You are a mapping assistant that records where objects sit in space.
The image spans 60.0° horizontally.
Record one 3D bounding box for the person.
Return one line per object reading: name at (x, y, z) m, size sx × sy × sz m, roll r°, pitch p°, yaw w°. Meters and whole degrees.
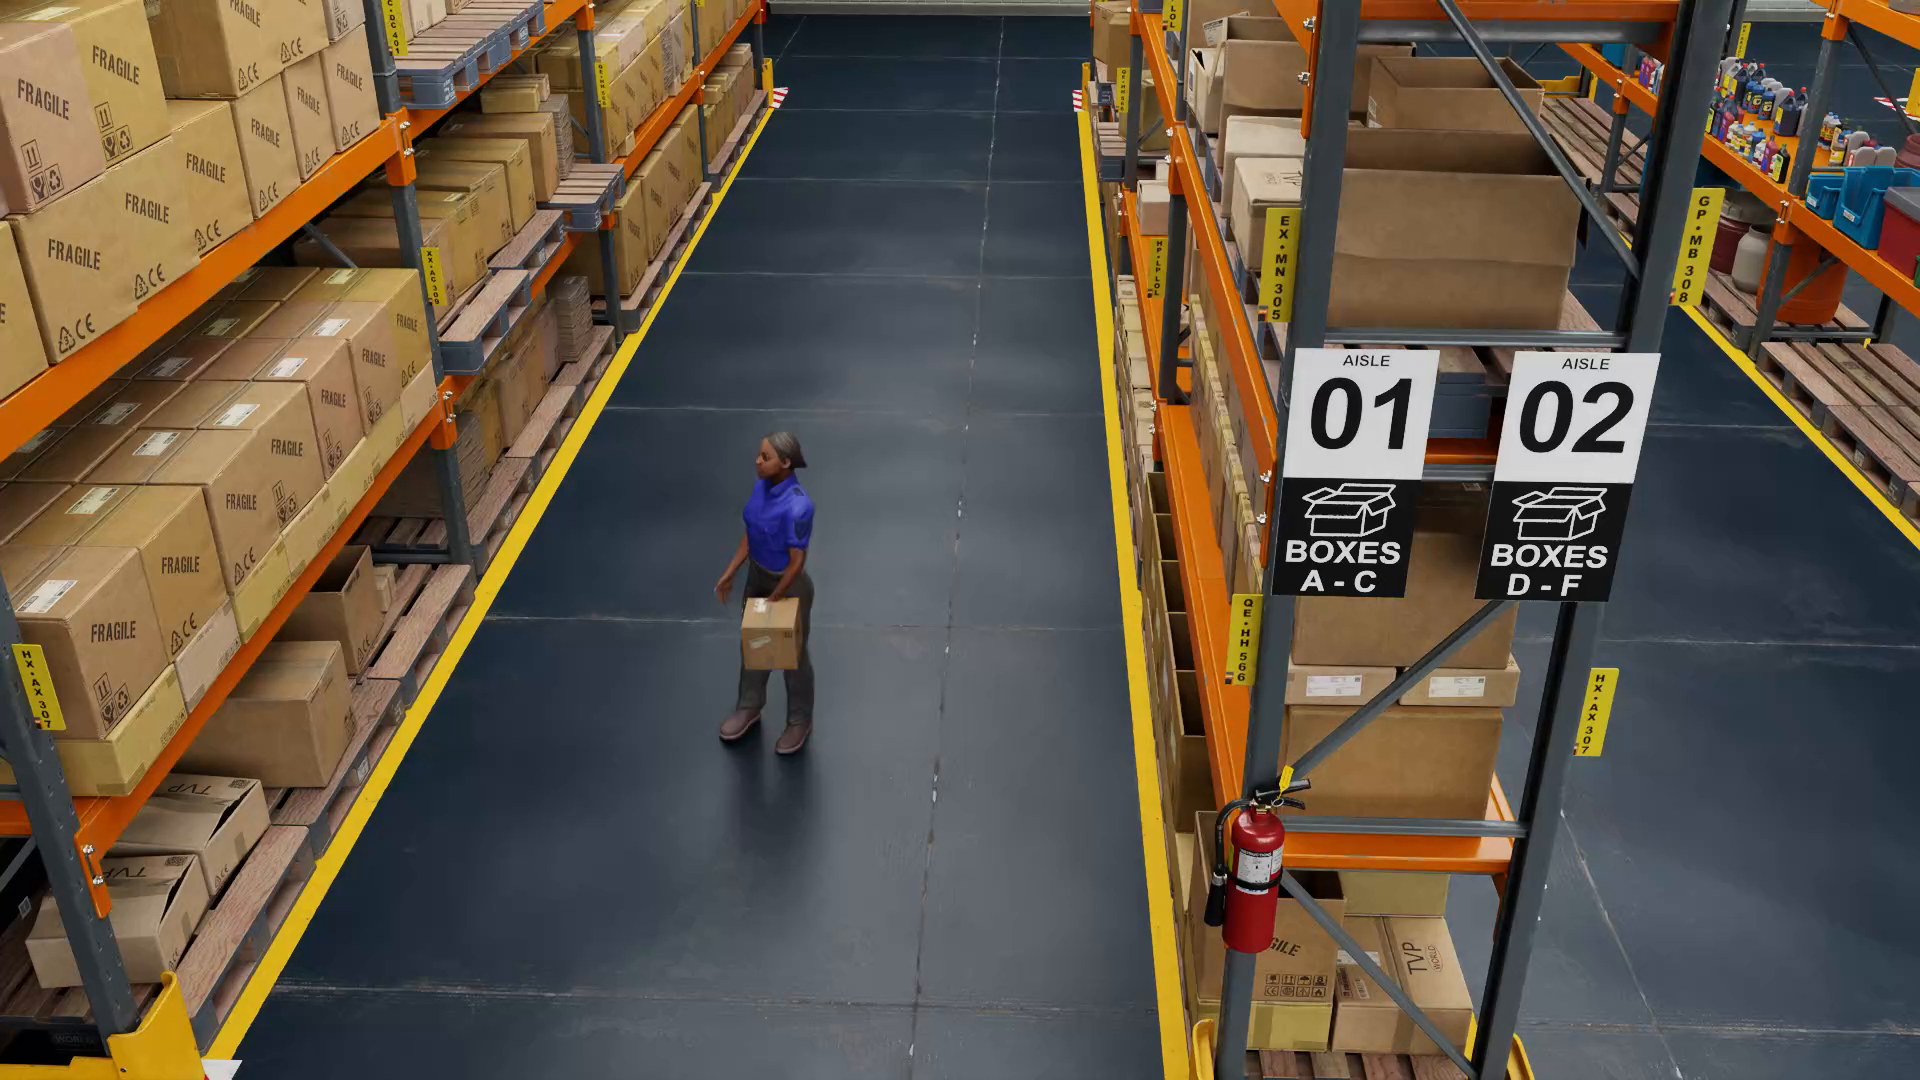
person at (-0.939, 0.266, 8.112) m, size 0.498 × 1.657 × 0.489 m, roll -21°, pitch 34°, yaw -33°
